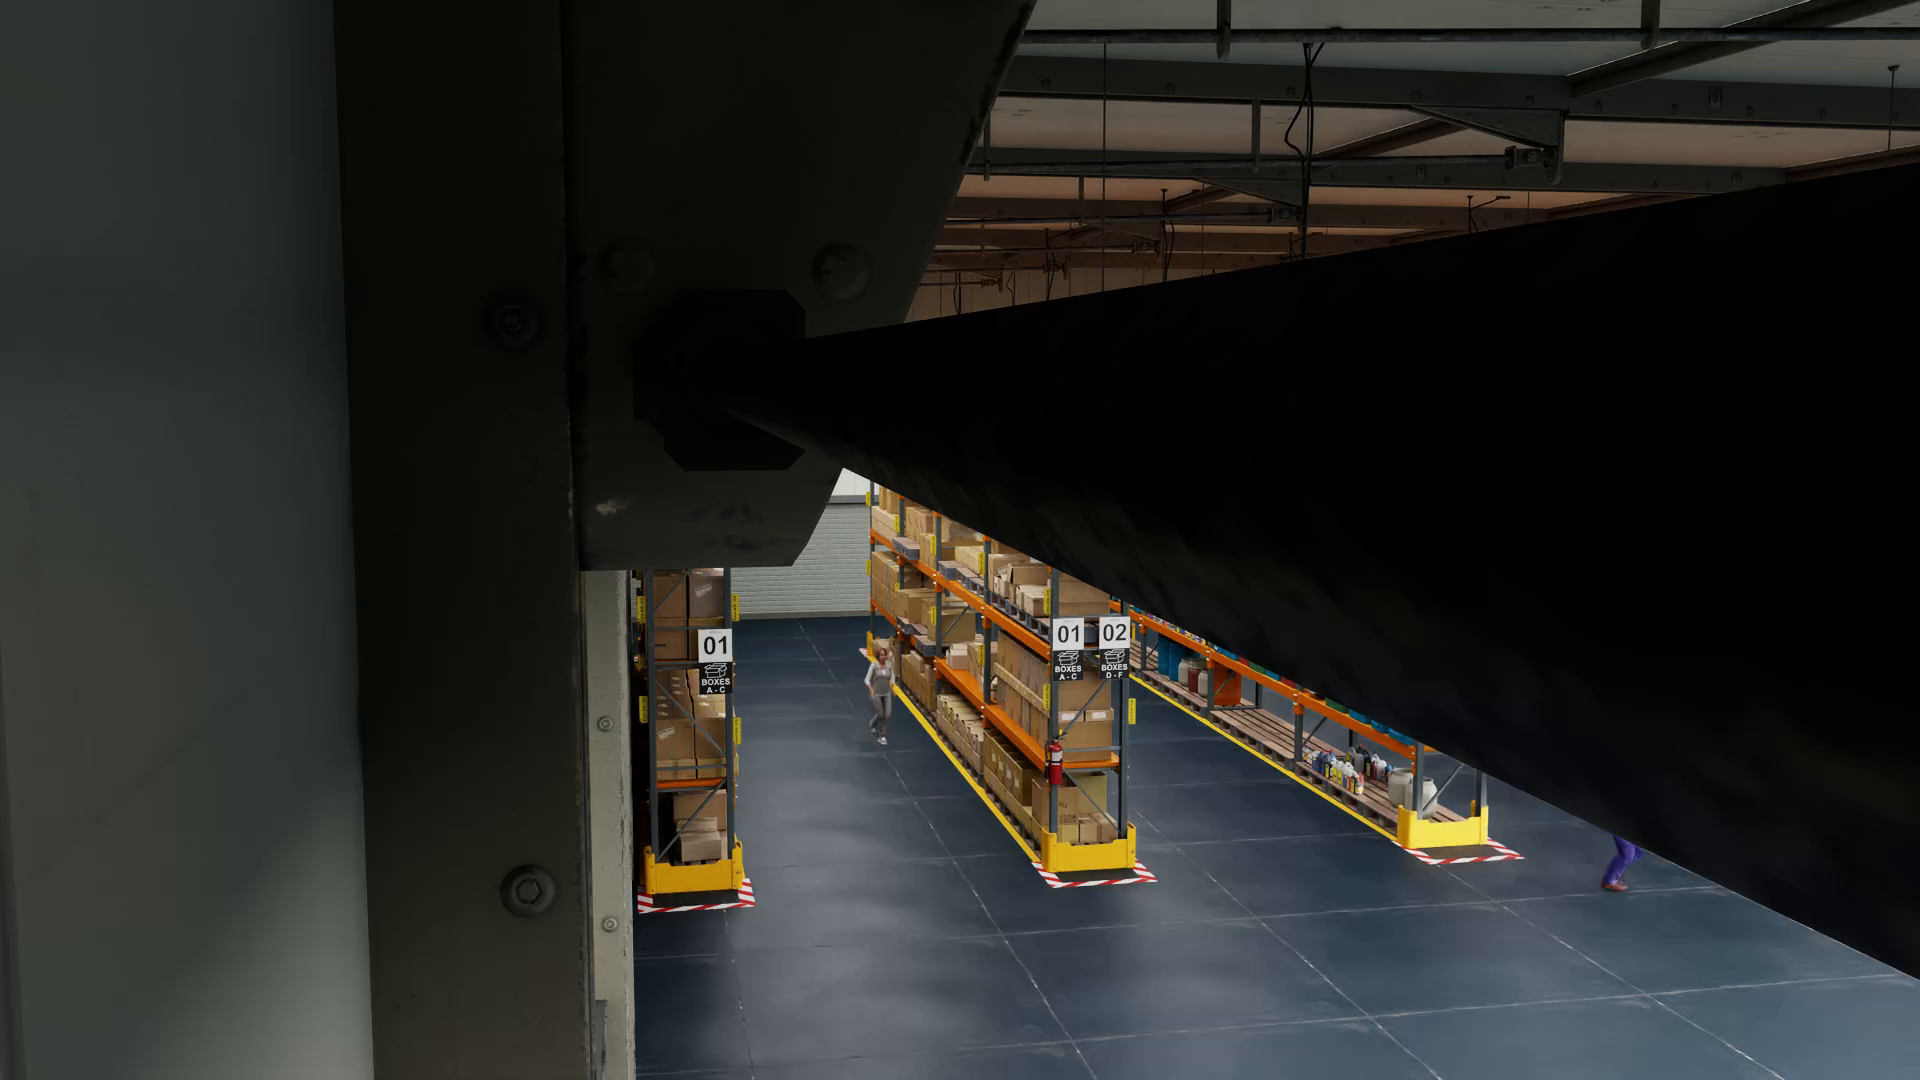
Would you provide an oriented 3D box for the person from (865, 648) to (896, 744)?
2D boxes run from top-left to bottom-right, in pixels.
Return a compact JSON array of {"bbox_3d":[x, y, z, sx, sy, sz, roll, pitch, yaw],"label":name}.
[{"bbox_3d":[-1.279,2.488,26.746,0.522,1.553,0.524,-2,6,-22],"label":"person"}]

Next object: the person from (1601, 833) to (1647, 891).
[{"bbox_3d":[8.067,3.438,20.049,0.584,1.604,0.591,2,6,20],"label":"person"}]
